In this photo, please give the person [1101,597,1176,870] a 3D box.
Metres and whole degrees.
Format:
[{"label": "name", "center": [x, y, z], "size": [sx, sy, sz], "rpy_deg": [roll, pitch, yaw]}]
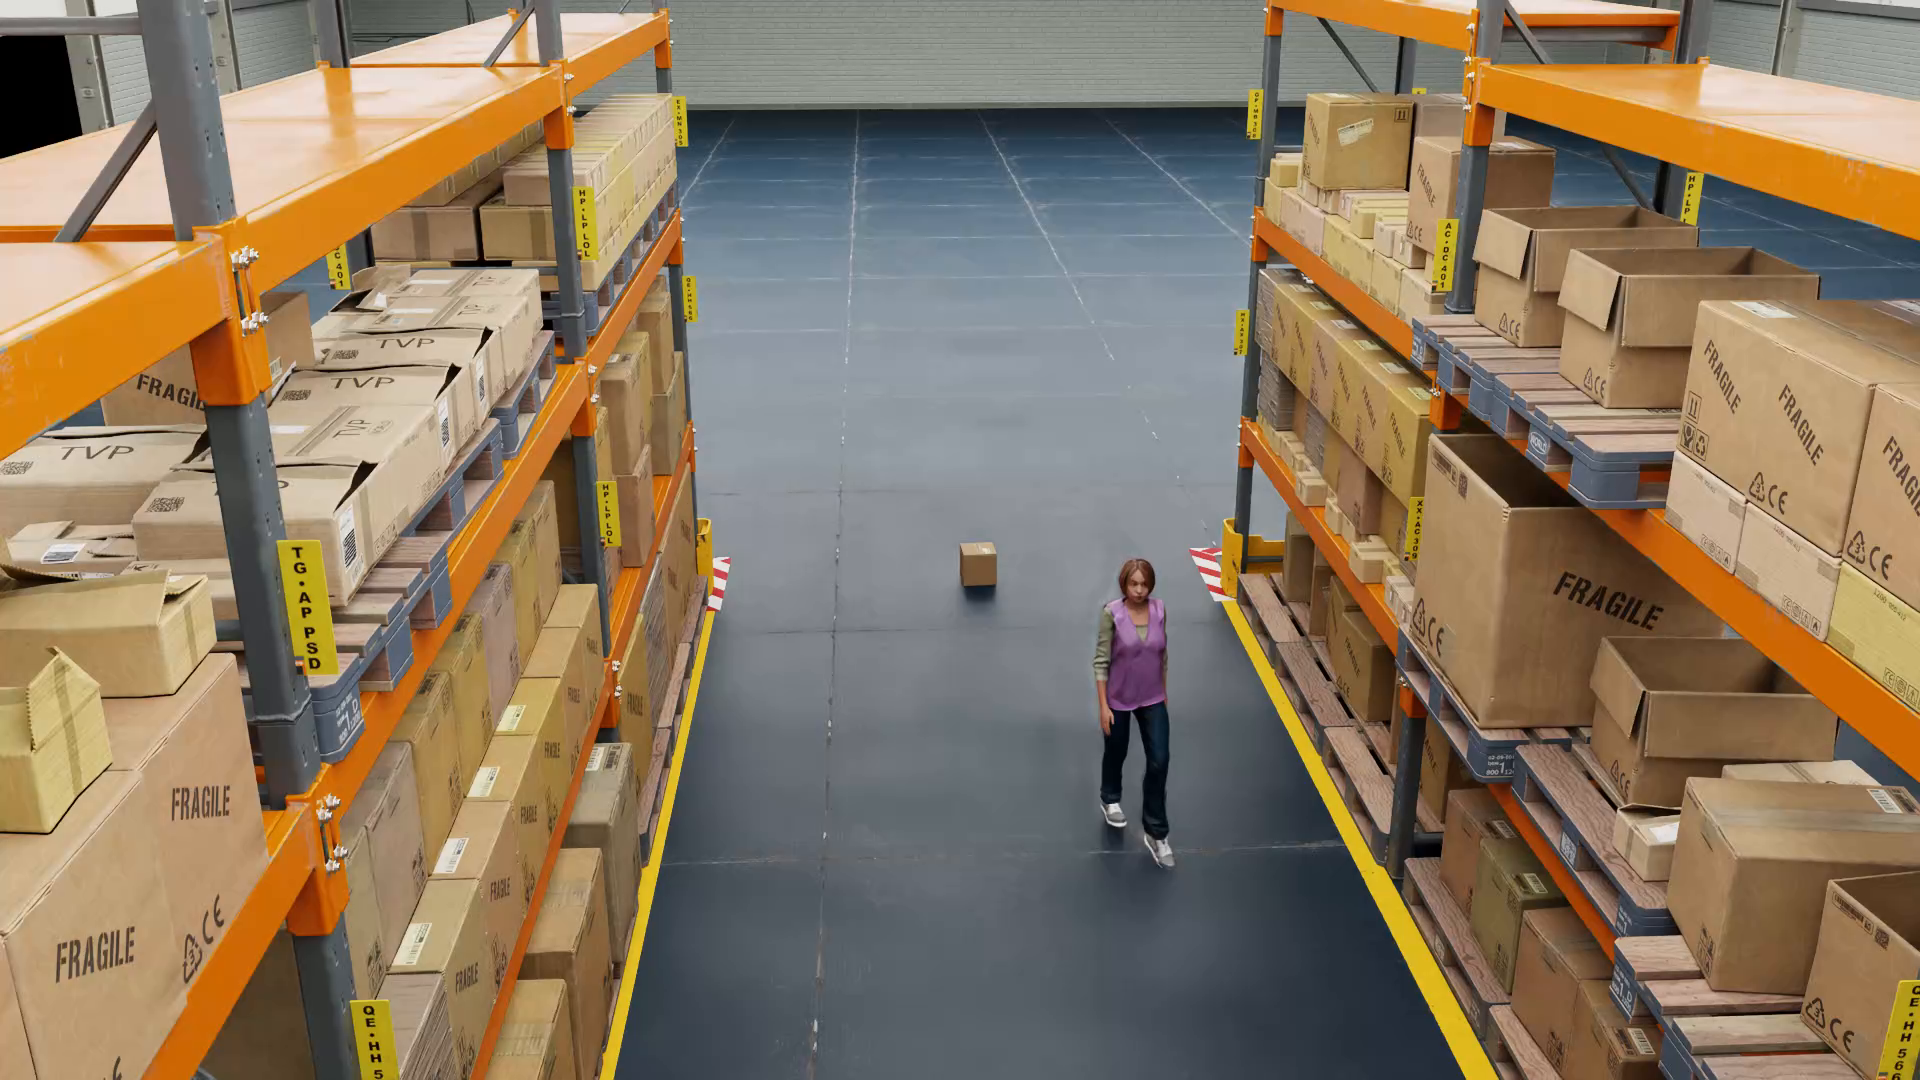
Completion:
[{"label": "person", "center": [0.930, 0.998, 8.793], "size": [0.349, 1.395, 0.660], "rpy_deg": [-4, 21, -10]}]
